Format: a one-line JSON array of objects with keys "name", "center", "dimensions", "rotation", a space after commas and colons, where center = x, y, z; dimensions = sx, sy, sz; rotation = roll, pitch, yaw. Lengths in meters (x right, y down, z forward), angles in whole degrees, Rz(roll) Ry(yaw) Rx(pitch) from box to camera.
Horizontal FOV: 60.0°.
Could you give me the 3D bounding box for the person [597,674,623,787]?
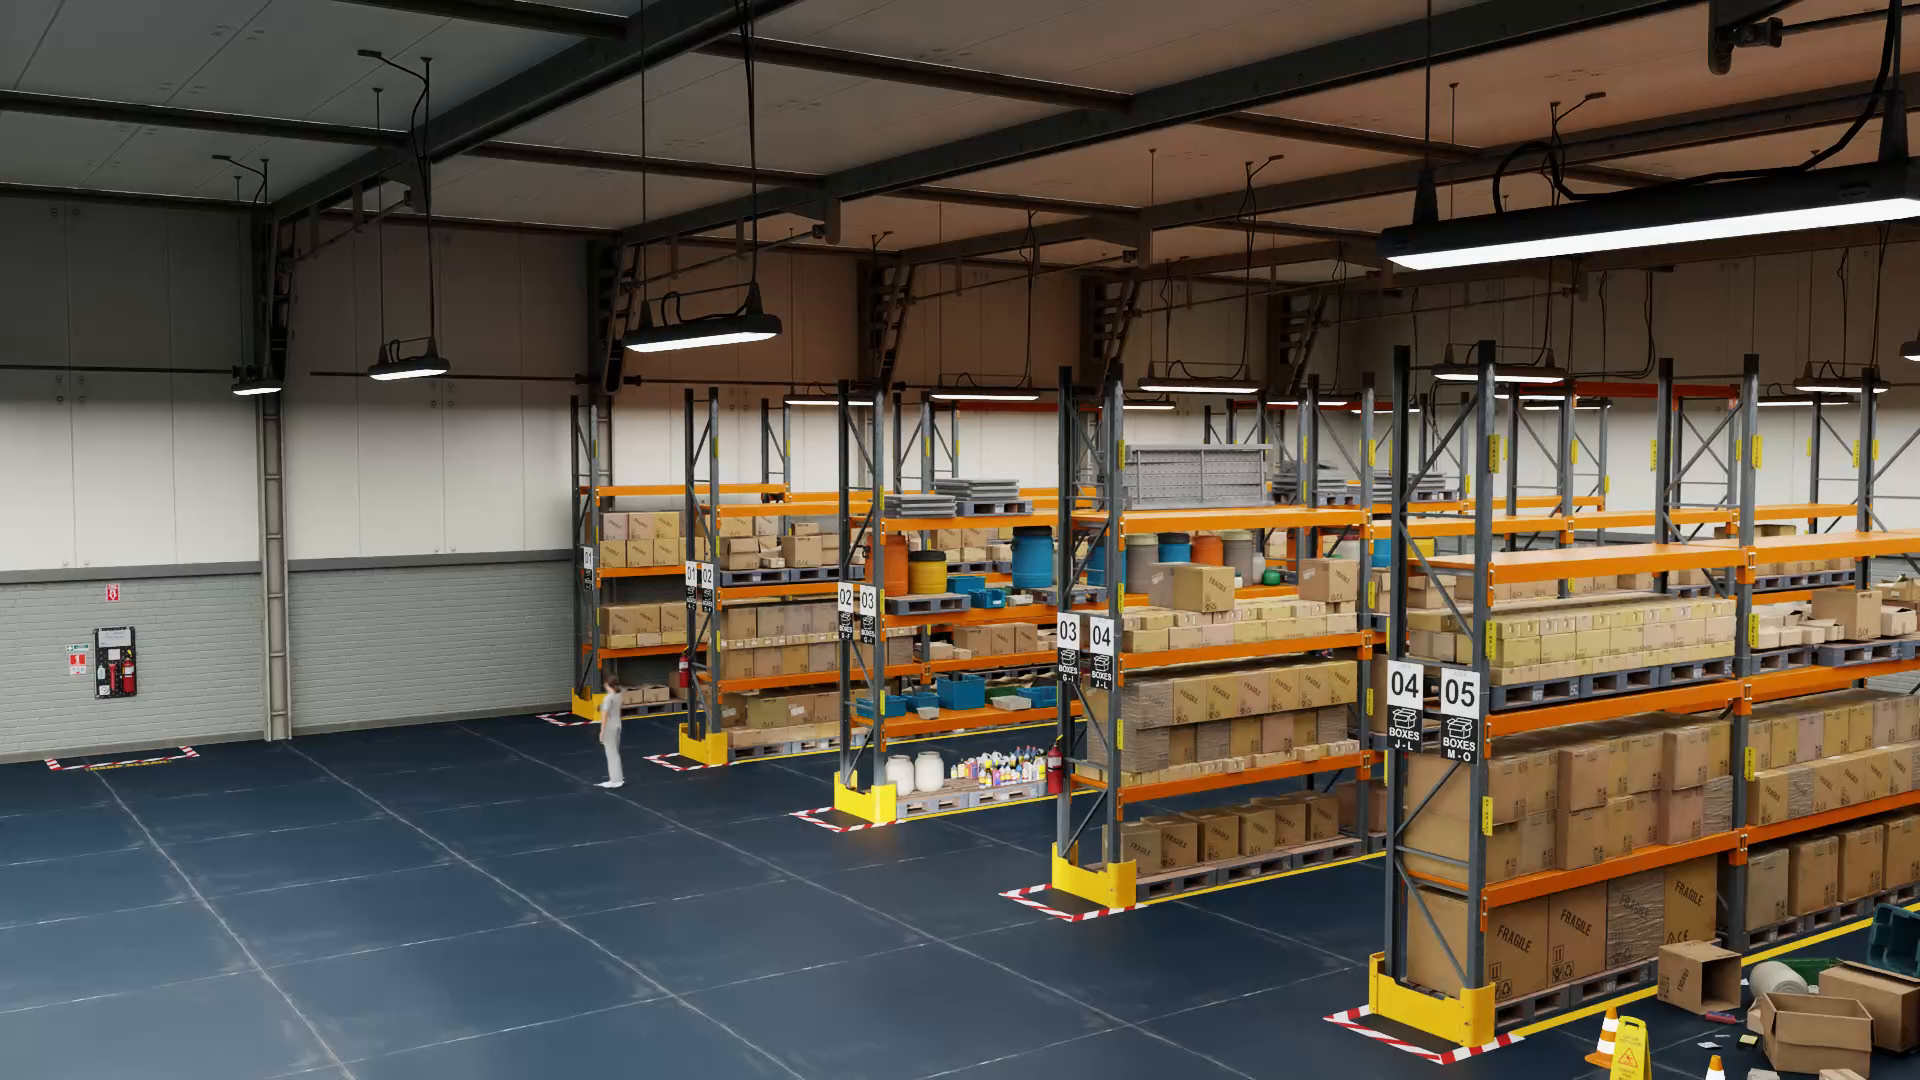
[{"name": "person", "center": [-5.189, 2.850, 24.712], "dimensions": [0.376, 1.708, 0.546], "rotation": [1, 4, 12]}]
